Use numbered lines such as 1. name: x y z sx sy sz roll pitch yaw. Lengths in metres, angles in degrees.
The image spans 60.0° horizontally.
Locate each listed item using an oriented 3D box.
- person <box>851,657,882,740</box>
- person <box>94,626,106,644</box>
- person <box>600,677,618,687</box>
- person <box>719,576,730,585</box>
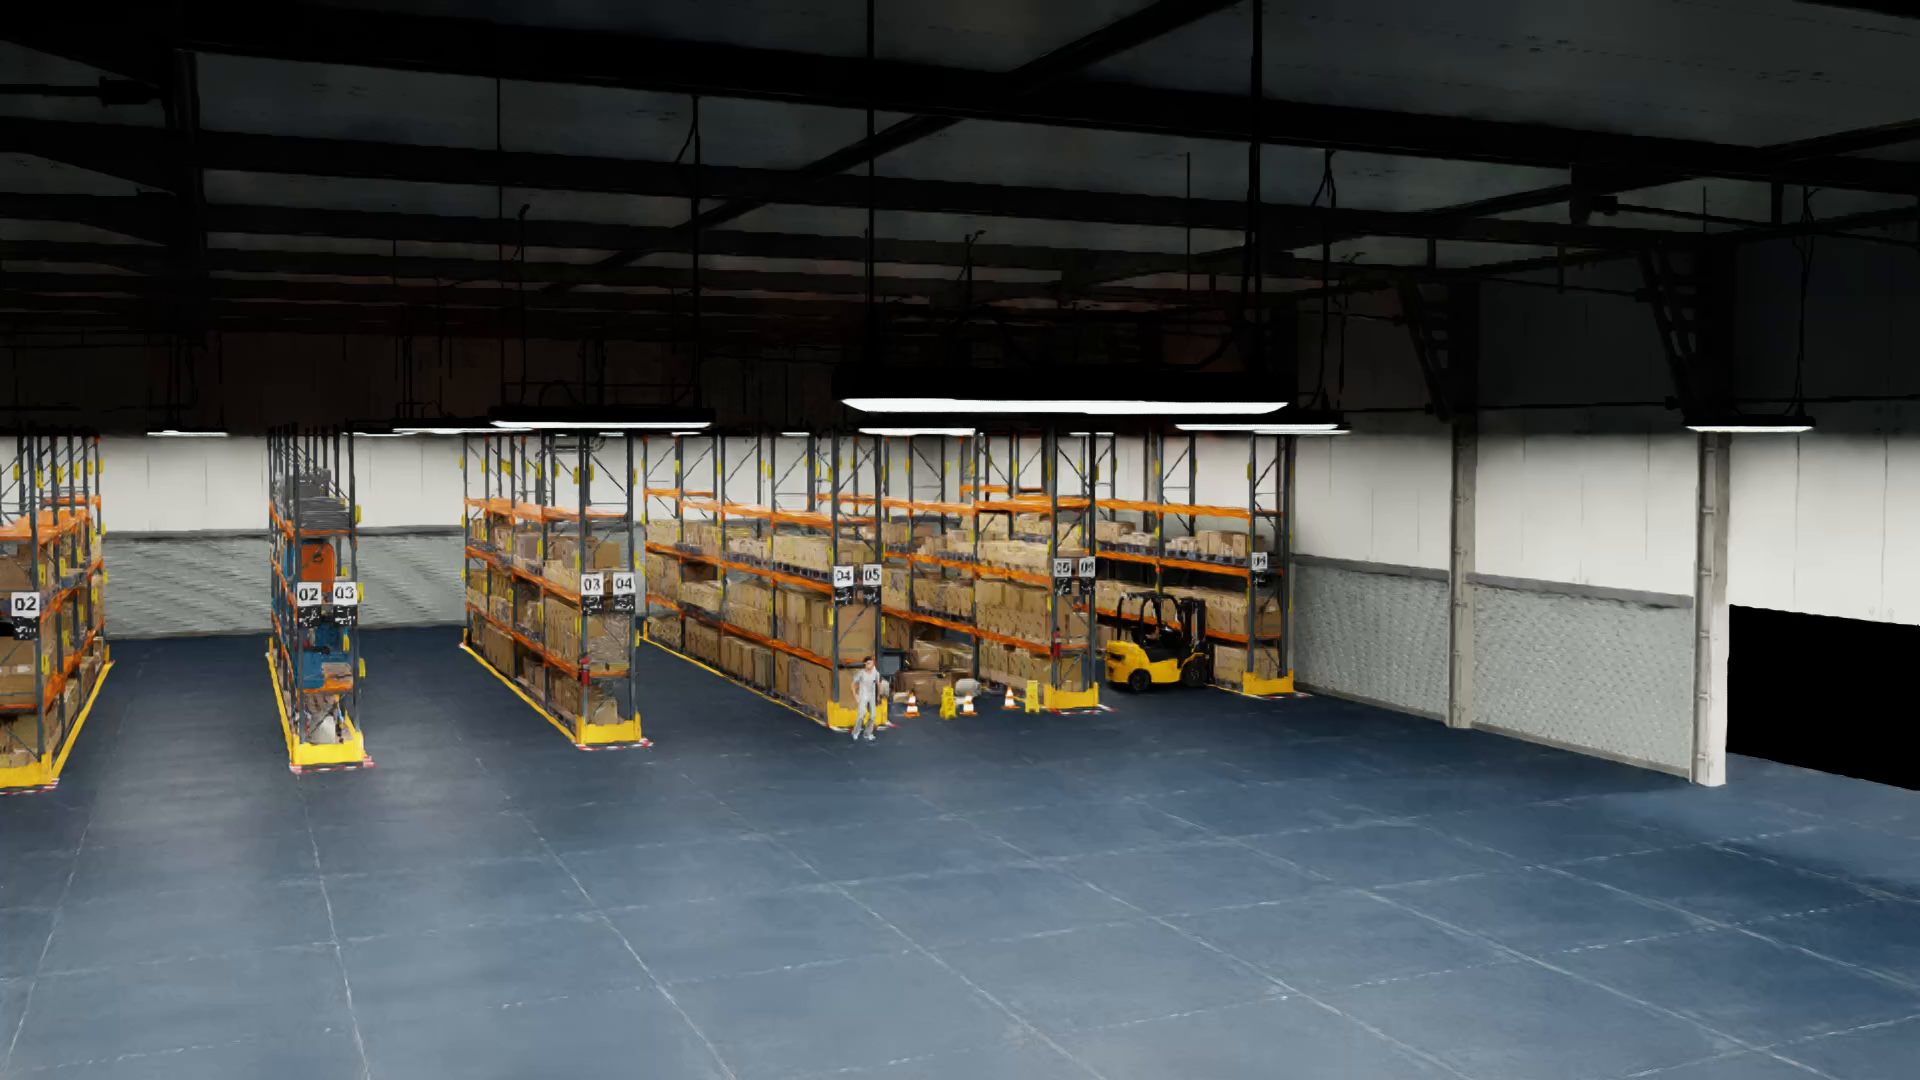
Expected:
1. person: -1.769 3.003 31.489 0.585 1.605 0.536 -2 4 -26
2. person: -23.977 2.184 45.649 0.731 1.481 0.903 -3 5 -42
3. person: -8.019 2.589 38.167 0.644 1.620 0.534 -2 4 -27
4. person: -7.227 1.789 51.164 0.577 1.685 0.599 2 4 34
